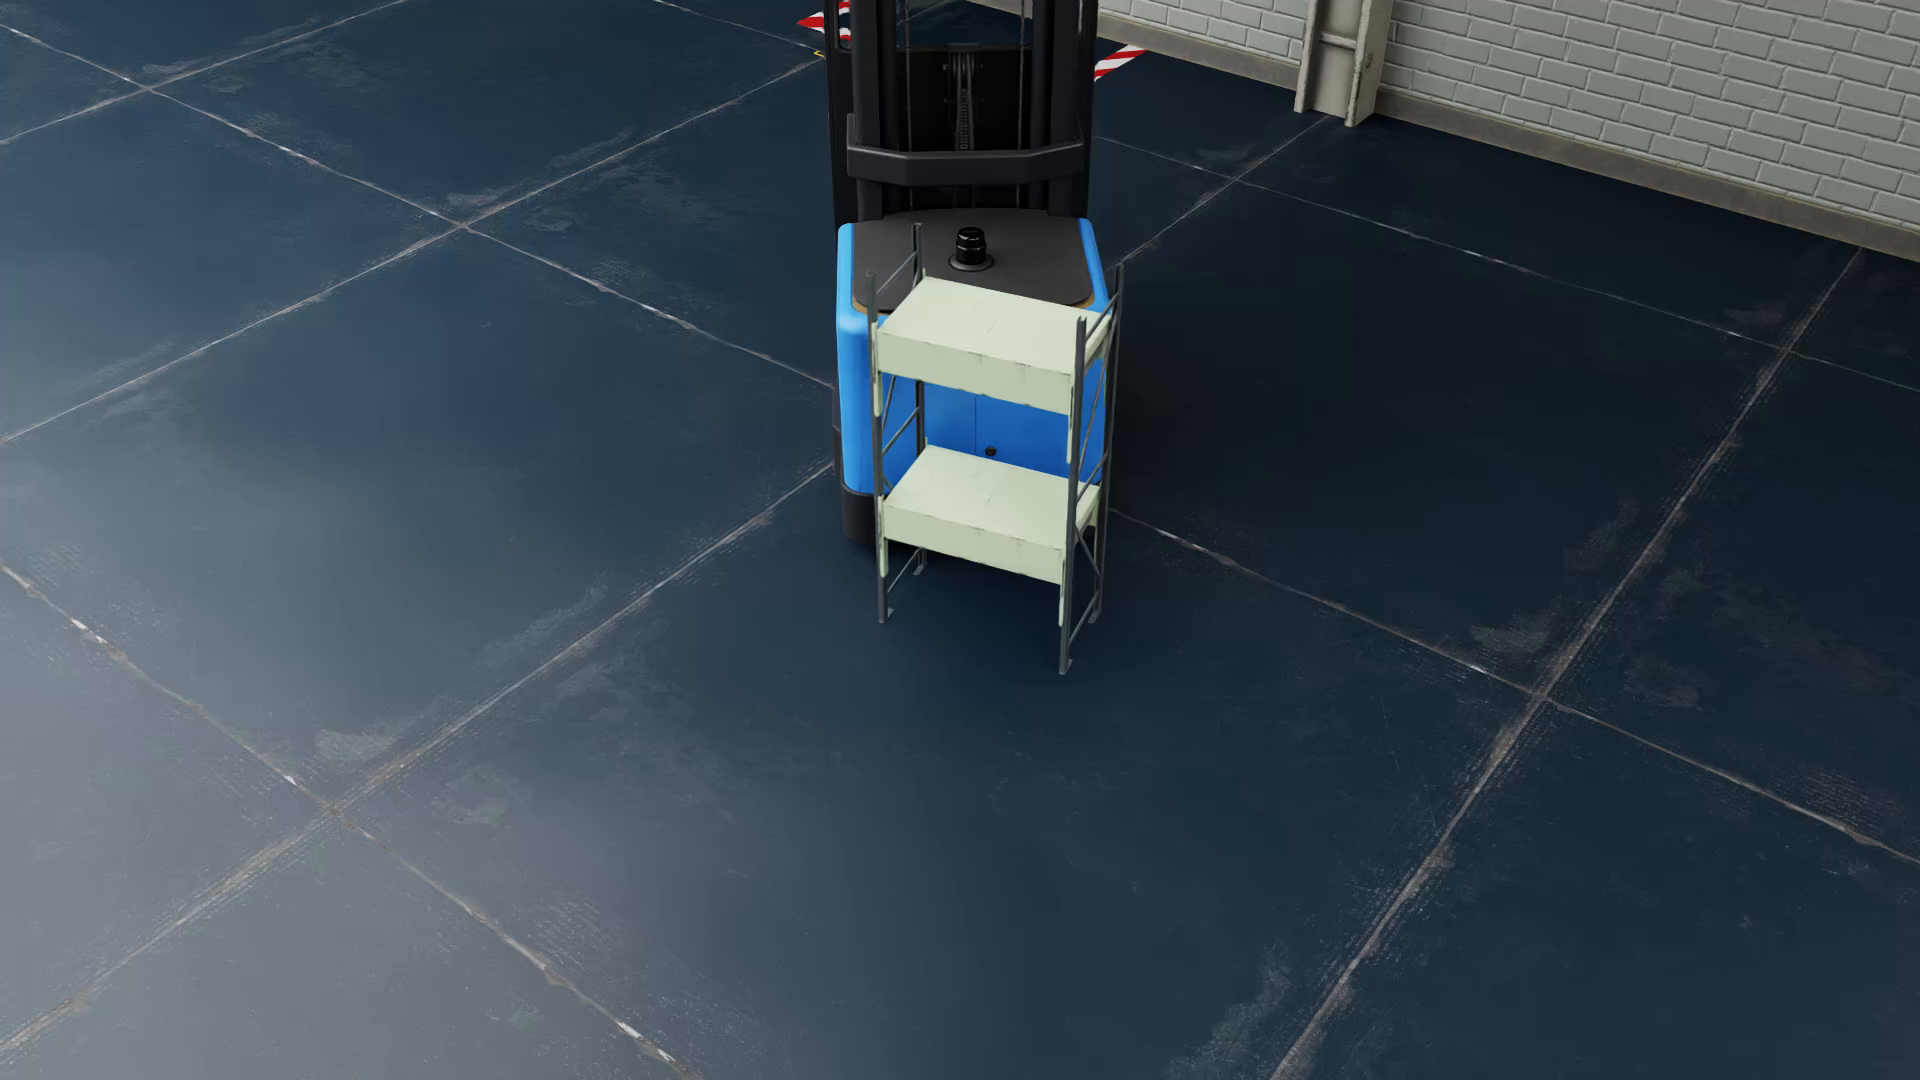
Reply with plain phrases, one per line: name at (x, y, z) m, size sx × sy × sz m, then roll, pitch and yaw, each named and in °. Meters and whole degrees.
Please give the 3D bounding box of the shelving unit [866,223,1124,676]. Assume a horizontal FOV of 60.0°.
shelving unit at (0.117, -0.295, 5.910) m, size 0.755 × 1.500 × 0.431 m, roll 15°, pitch 40°, yaw 18°

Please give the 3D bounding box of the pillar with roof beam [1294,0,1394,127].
pillar with roof beam at (-0.346, -4.038, 4.608) m, size 0.400 × 9.000 × 9.100 m, roll 25°, pitch 45°, yaw 29°

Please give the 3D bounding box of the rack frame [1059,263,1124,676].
rack frame at (0.453, -0.206, 5.797) m, size 0.023 × 1.500 × 0.400 m, roll 15°, pitch 40°, yaw 18°

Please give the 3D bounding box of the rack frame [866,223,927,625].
rack frame at (-0.220, -0.384, 6.023) m, size 0.023 × 1.500 × 0.400 m, roll 15°, pitch 40°, yaw 18°

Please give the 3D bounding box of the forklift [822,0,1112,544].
forklift at (-0.011, -2.026, 6.960) m, size 1.130 × 2.935 × 3.031 m, roll -2°, pitch 38°, yaw -2°

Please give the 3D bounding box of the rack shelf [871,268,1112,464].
rack shelf at (0.117, -0.602, 5.669) m, size 0.720 × 0.370 × 0.431 m, roll 15°, pitch 40°, yaw 18°

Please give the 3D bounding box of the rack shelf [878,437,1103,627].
rack shelf at (0.117, -0.038, 6.111) m, size 0.720 × 0.370 × 0.431 m, roll 15°, pitch 40°, yaw 18°
